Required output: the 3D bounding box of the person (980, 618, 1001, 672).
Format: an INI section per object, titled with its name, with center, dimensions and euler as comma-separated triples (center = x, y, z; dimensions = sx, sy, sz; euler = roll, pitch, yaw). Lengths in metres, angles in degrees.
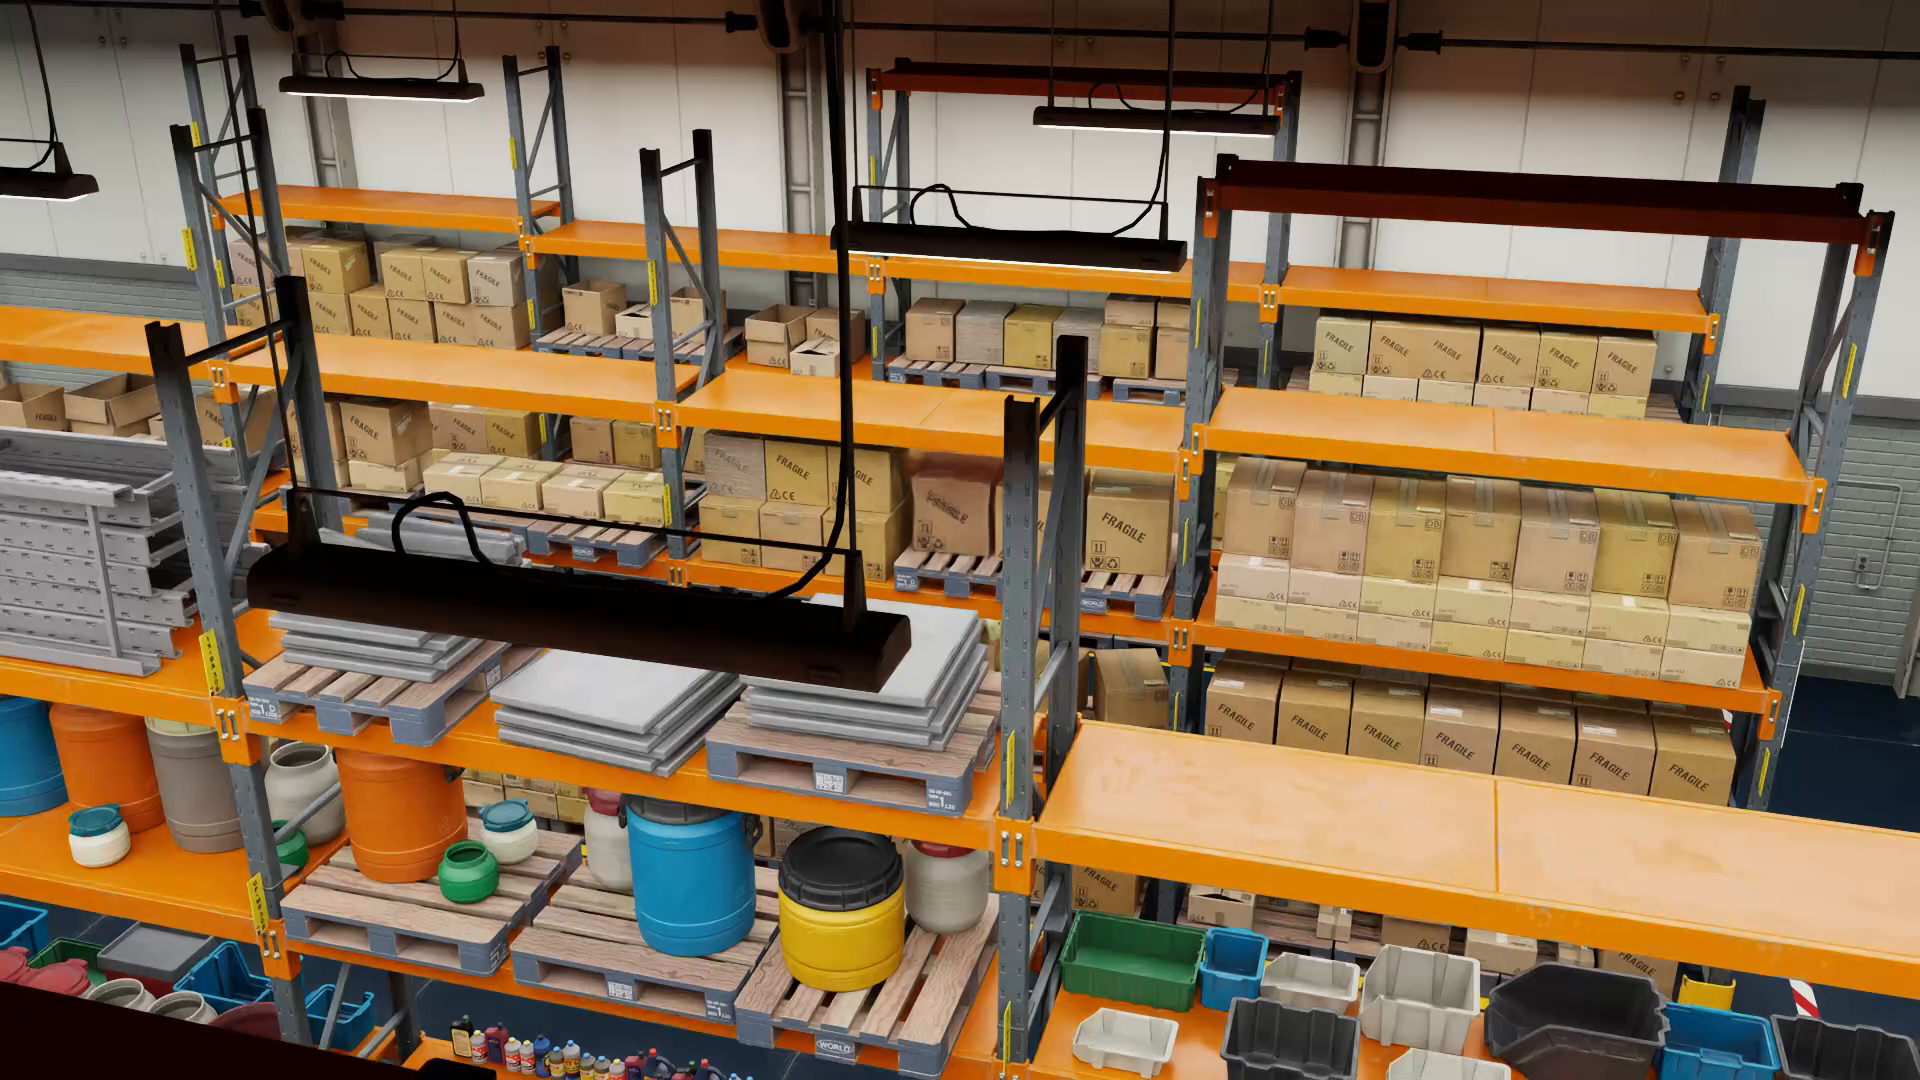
[person]
center = 0.304, 1.093, 15.479
dimensions = 0.667, 1.498, 0.535
euler = 1, 23, 3
